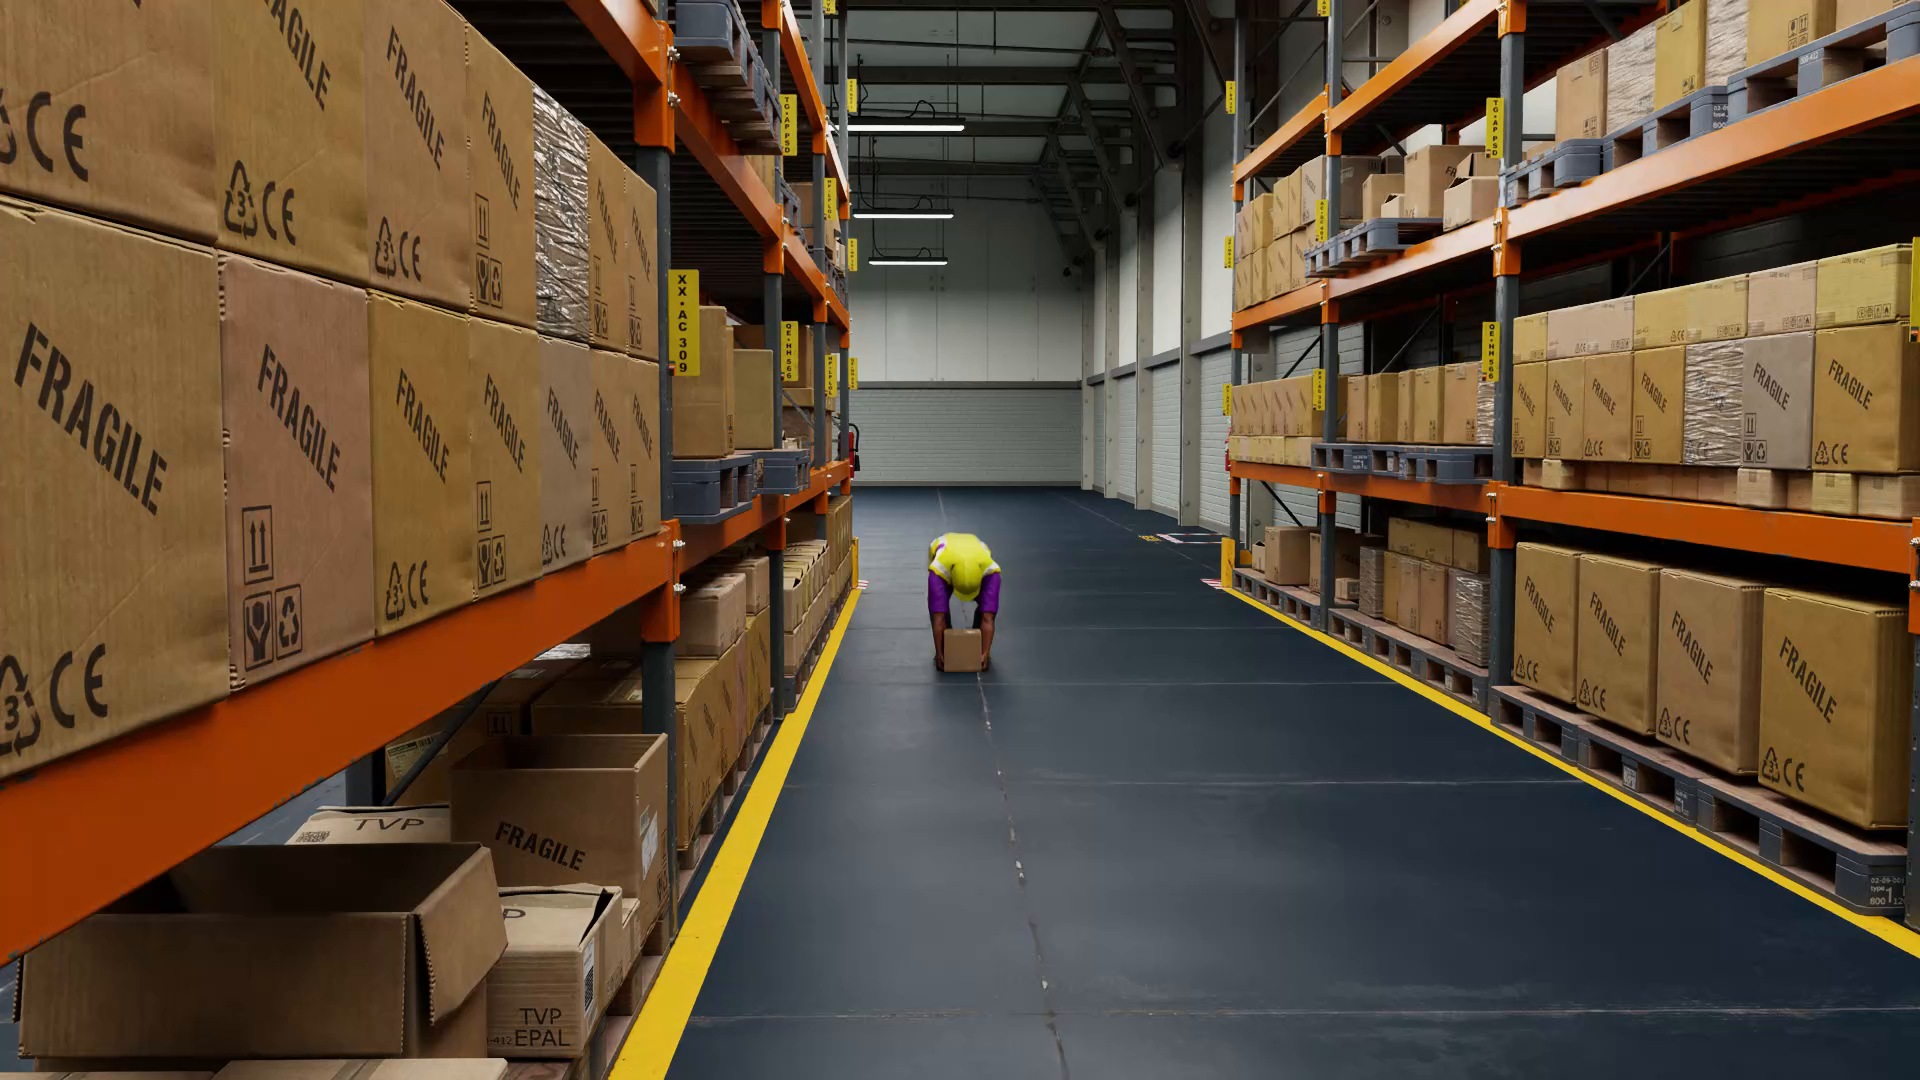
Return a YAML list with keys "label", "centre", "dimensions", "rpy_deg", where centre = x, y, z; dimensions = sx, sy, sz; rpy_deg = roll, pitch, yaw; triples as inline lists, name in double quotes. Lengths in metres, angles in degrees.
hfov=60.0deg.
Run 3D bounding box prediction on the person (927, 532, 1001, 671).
- label: "person"
  centre: [0.024, 0.412, 11.473]
  dimensions: [0.503, 0.907, 0.977]
  rpy_deg: [0, 4, -4]
